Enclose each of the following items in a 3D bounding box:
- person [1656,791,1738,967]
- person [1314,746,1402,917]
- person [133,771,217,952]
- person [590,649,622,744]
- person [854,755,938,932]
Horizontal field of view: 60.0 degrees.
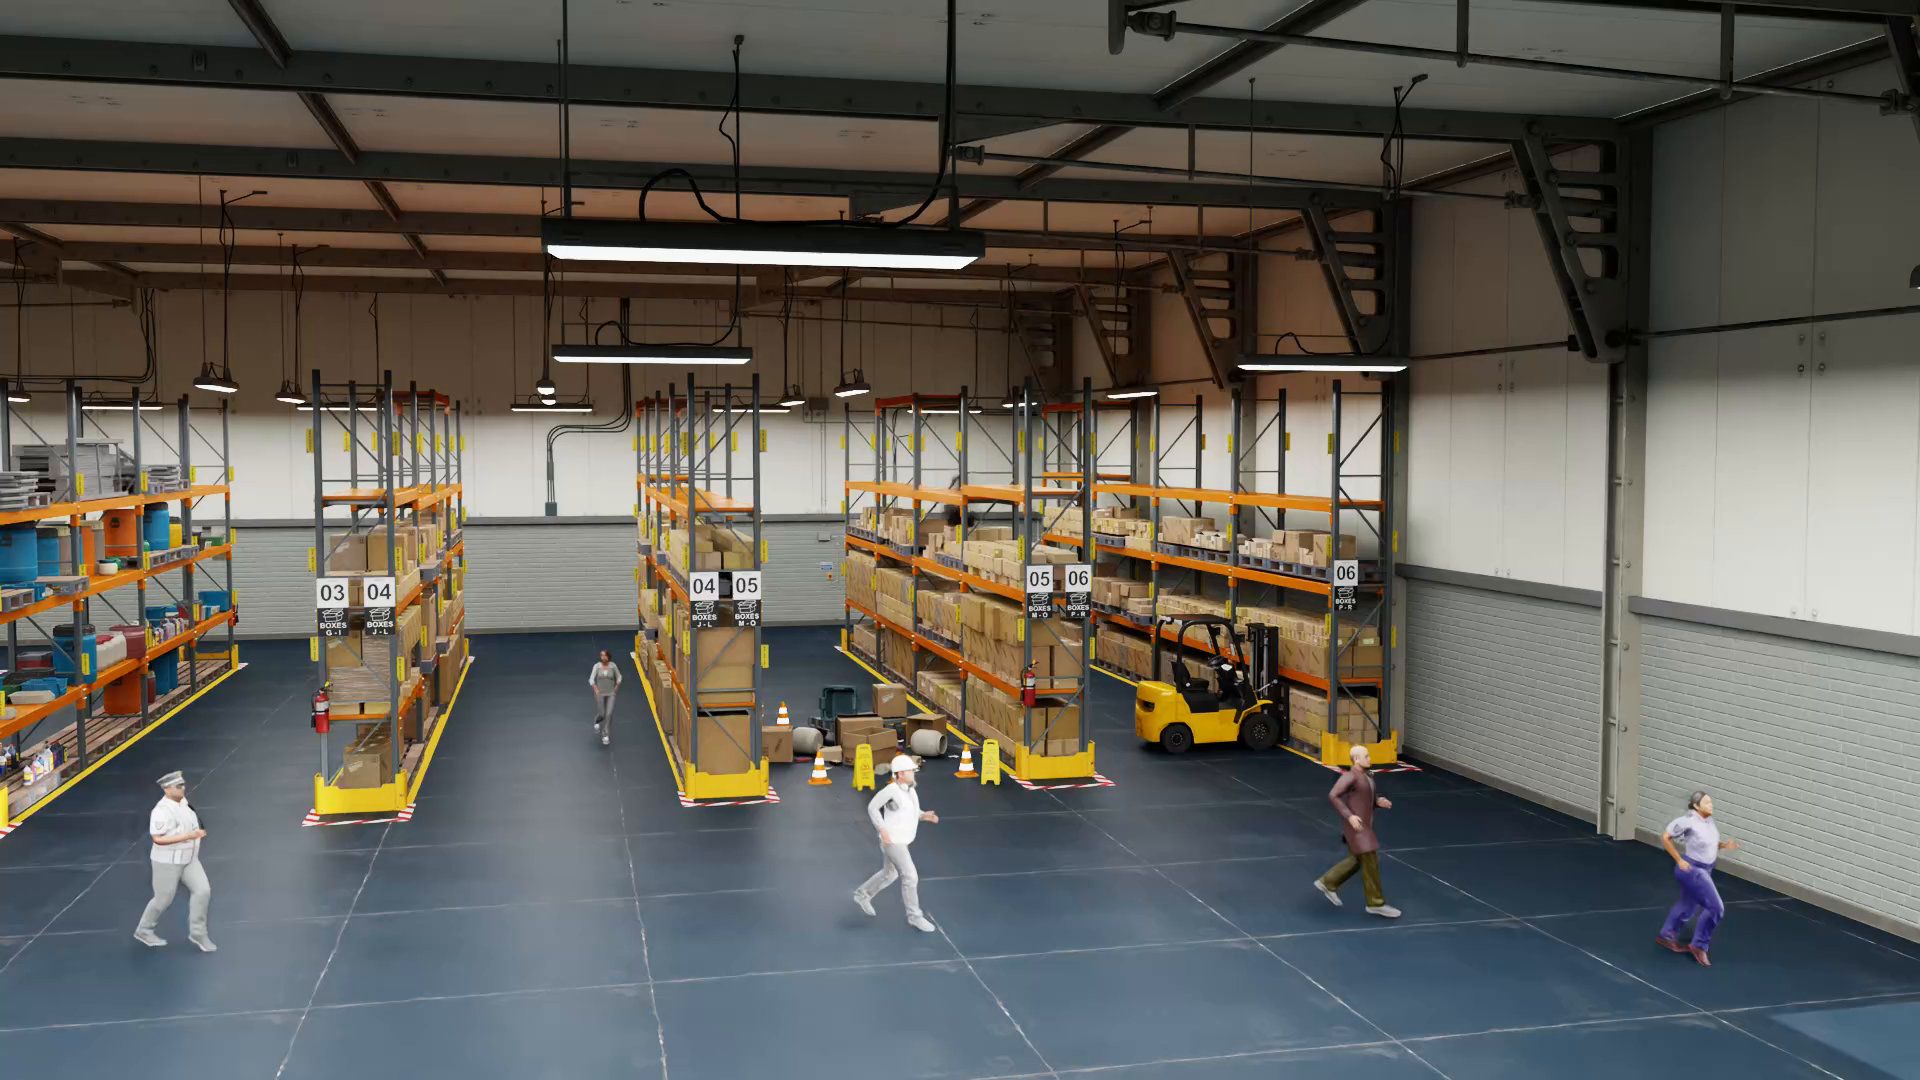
[{"bbox_3d":[7.146,3.272,16.139,0.726,1.707,0.572,3,4,41],"label":"person"},{"bbox_3d":[4.234,3.065,17.682,0.962,1.768,0.715,2,4,27],"label":"person"},{"bbox_3d":[-7.739,3.180,16.356,0.819,1.852,0.643,1,3,10],"label":"person"},{"bbox_3d":[-5.961,2.622,28.005,0.537,1.566,0.598,-1,3,-16],"label":"person"},{"bbox_3d":[-0.688,3.117,17.272,0.953,1.783,0.617,1,3,18],"label":"person"}]
